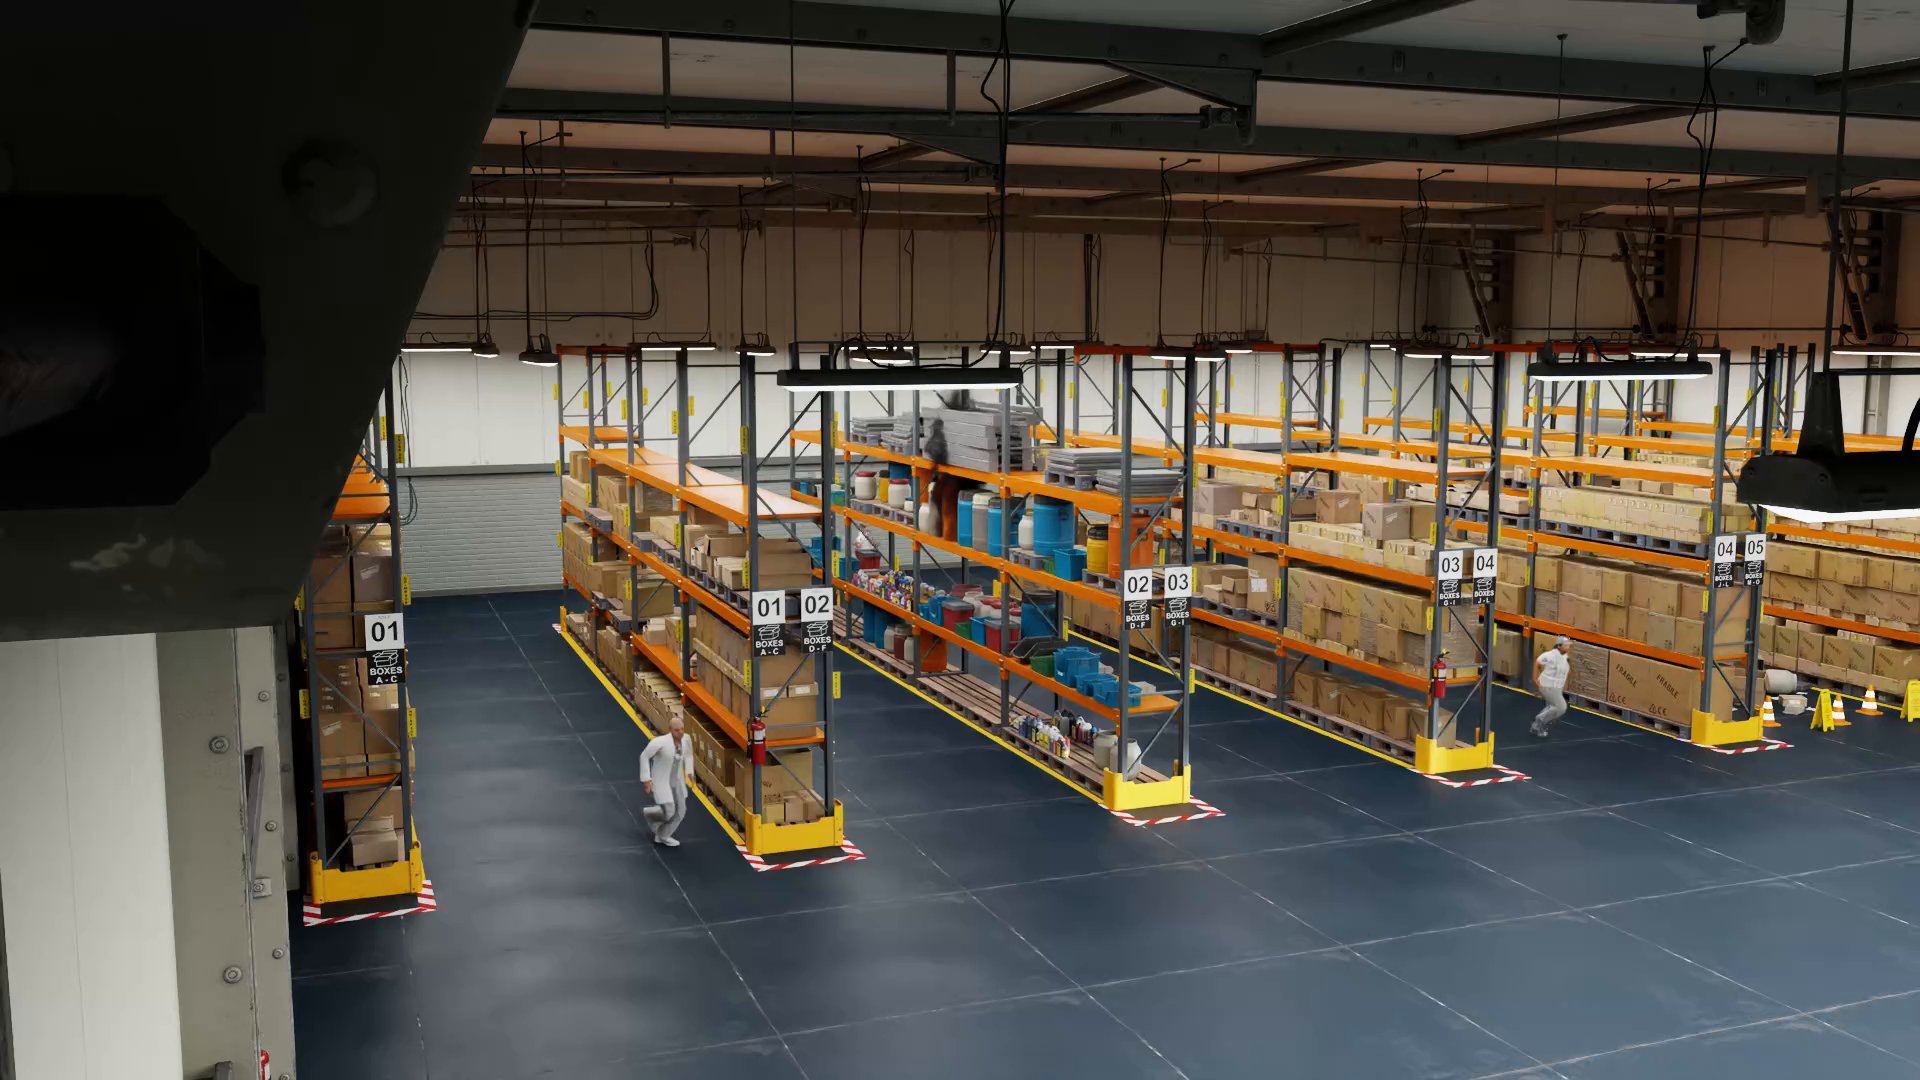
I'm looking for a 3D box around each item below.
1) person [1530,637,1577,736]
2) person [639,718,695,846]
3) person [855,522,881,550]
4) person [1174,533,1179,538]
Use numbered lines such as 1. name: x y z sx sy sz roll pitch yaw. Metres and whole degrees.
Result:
1. person: 9.186 2.269 25.694 0.685 1.581 0.564 7 10 43
2. person: -3.609 2.948 20.359 0.707 1.625 0.781 -6 10 -41
3. person: -2.254 0.445 39.527 0.778 1.853 0.626 -2 8 -16
4. person: 4.867 0.609 39.142 0.615 1.609 0.895 -5 9 -34
